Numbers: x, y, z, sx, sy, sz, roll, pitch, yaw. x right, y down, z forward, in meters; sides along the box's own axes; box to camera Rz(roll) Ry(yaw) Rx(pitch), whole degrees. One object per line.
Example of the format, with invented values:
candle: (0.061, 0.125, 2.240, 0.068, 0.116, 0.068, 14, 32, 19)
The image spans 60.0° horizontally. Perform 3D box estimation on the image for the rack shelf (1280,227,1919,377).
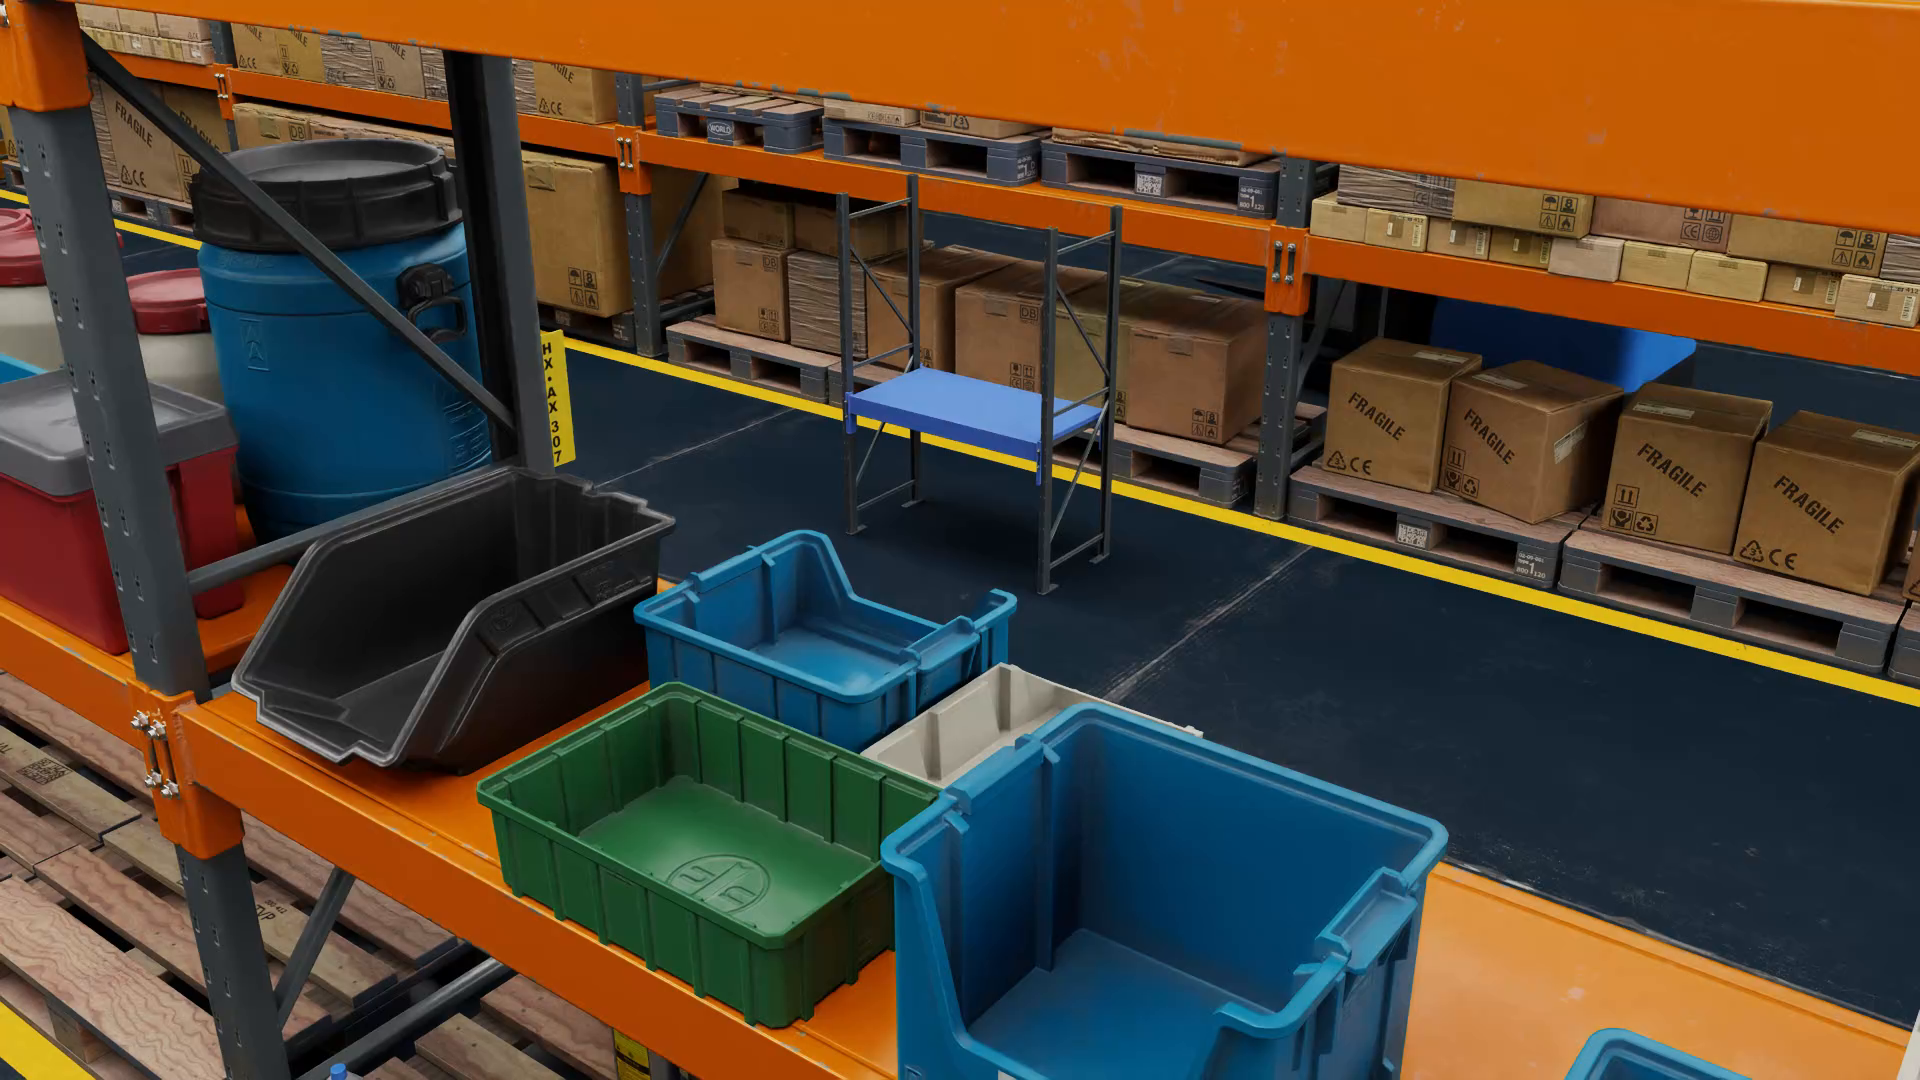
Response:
rack shelf: (3.268, -0.813, 6.268, 4.000, 0.370, 1.077, 17, 29, 33)

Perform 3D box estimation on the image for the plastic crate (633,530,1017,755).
plastic crate: (-0.255, 0.220, 3.215, 0.616, 0.251, 0.499, 17, 29, 33)

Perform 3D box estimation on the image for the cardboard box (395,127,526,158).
cardboard box: (-2.782, -2.205, 10.648, 0.875, 0.875, 1.225, 17, 29, 33)

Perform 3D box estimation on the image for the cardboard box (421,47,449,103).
cardboard box: (-2.890, -2.926, 10.046, 0.500, 0.500, 0.500, 16, 28, 32)

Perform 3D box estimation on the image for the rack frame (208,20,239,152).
rack frame: (-4.734, -3.561, 11.611, 0.127, 3.000, 1.000, 17, 29, 33)

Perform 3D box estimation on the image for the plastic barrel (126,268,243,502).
plastic barrel: (-1.937, -0.392, 4.252, 0.433, 0.535, 0.433, 0, 24, 0)

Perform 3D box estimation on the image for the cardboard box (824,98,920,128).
cardboard box: (-0.330, -2.237, 8.273, 0.500, 0.250, 0.500, 16, 28, 32)

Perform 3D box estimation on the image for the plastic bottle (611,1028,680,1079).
plastic bottle: (-0.702, 1.092, 3.791, 0.185, 0.351, 0.144, 17, 29, 33)

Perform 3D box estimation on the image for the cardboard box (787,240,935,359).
cardboard box: (-0.534, -1.365, 9.183, 0.500, 0.500, 0.700, 14, 27, 29)

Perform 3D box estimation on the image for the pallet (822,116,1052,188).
pallet: (0.075, -2.040, 8.398, 1.213, 0.211, 1.003, 17, 29, 33)

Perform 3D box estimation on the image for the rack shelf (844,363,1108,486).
rack shelf: (0.068, -0.501, 6.973, 1.000, 0.185, 0.538, 17, 29, 33)

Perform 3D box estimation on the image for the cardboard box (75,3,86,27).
cardboard box: (-6.472, -4.022, 12.474, 0.500, 0.250, 0.500, 16, 28, 32)

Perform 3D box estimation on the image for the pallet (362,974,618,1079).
pallet: (-0.791, 1.424, 3.757, 1.213, 0.211, 1.003, 17, 29, 33)

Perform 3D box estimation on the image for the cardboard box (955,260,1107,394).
cardboard box: (0.370, -1.096, 8.571, 0.500, 0.500, 0.700, 14, 27, 29)

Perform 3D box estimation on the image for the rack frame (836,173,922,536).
rack frame: (-0.339, -0.789, 7.180, 0.032, 1.500, 0.500, 17, 29, 33)

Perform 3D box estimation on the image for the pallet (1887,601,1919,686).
pallet: (4.178, 0.391, 6.101, 1.213, 0.211, 1.003, 17, 29, 33)

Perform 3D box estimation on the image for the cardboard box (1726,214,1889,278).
cardboard box: (3.205, -1.324, 6.043, 0.500, 0.500, 0.875, 17, 29, 33)

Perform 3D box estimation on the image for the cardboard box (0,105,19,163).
cardboard box: (-7.375, -3.619, 13.858, 0.875, 0.875, 0.875, 17, 29, 33)

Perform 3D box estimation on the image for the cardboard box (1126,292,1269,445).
cardboard box: (1.189, -0.839, 7.989, 0.500, 0.500, 0.700, 14, 28, 29)

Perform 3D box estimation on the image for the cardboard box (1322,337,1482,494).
cardboard box: (1.963, -0.565, 7.391, 0.500, 0.500, 0.500, 16, 28, 32)

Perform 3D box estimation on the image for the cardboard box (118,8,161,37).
cardboard box: (-5.661, -3.775, 11.914, 0.500, 0.250, 0.500, 18, 29, 35)

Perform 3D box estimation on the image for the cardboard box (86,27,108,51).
cardboard box: (-6.203, -3.724, 12.294, 0.250, 0.149, 0.380, 16, 29, 32)

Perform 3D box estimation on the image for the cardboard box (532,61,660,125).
cardboard box: (-2.077, -2.679, 9.485, 0.500, 0.500, 0.500, 18, 29, 35)

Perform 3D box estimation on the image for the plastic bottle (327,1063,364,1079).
plastic bottle: (-1.311, 1.238, 3.559, 0.097, 0.271, 0.097, 0, 24, 0)

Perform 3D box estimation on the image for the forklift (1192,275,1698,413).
forklift: (2.428, -2.301, 8.837, 3.031, 2.935, 1.130, 19, 30, 36)

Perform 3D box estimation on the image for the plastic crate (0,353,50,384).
plastic crate: (-2.373, -0.187, 3.974, 0.575, 0.384, 0.392, 17, 29, 33)

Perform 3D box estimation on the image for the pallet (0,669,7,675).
pallet: (-3.908, 0.481, 5.898, 1.213, 0.211, 1.003, 17, 29, 33)

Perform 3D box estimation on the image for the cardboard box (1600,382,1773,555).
cardboard box: (2.970, -0.304, 6.799, 0.500, 0.500, 0.500, 14, 27, 29)

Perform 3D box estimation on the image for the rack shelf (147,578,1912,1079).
rack shelf: (0.297, 0.785, 2.641, 4.000, 0.370, 1.077, 17, 29, 33)

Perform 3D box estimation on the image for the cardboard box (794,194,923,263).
cardboard box: (-0.549, -1.717, 9.050, 0.500, 0.250, 0.500, 21, 31, 39)

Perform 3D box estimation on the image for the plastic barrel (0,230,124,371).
plastic barrel: (-2.524, -0.570, 4.655, 0.433, 0.535, 0.433, 0, 24, 0)

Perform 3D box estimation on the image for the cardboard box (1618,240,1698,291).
cardboard box: (2.674, -1.068, 6.265, 0.250, 0.149, 0.380, 17, 29, 33)

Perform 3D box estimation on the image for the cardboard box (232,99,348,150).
cardboard box: (-4.210, -2.632, 11.618, 0.875, 0.875, 1.225, 17, 29, 33)

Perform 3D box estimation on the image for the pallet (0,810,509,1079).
pallet: (-1.955, 1.071, 4.558, 1.213, 0.211, 1.003, 17, 29, 33)

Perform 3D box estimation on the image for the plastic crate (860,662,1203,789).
plastic crate: (0.148, 0.403, 2.941, 0.437, 0.136, 0.530, 17, 29, 33)

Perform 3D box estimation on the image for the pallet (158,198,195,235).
pallet: (-5.296, -2.494, 12.648, 1.213, 0.211, 1.003, 17, 29, 33)

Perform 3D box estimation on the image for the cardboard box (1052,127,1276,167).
cardboard box: (1.115, -2.330, 7.553, 1.000, 1.000, 1.000, 17, 29, 34)

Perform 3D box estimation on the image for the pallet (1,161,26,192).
pallet: (-7.248, -3.084, 13.987, 1.213, 0.211, 1.003, 17, 29, 33)

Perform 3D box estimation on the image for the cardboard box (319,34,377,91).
cardboard box: (-3.713, -3.172, 10.605, 0.500, 0.500, 0.500, 16, 28, 32)

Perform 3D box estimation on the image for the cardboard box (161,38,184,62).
cardboard box: (-5.381, -3.476, 11.731, 0.250, 0.149, 0.380, 17, 29, 34)

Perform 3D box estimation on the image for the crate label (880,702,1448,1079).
crate label: (0.262, 0.565, 2.203, 0.616, 0.435, 0.502, 17, 29, 33)

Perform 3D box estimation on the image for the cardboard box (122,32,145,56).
cardboard box: (-5.792, -3.600, 12.013, 0.250, 0.149, 0.380, 17, 29, 34)

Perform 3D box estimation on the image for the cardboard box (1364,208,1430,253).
cardboard box: (1.851, -1.297, 6.786, 0.250, 0.149, 0.380, 17, 29, 33)

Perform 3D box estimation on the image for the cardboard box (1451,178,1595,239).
cardboard box: (2.369, -1.547, 6.548, 0.500, 0.500, 0.875, 17, 29, 33)

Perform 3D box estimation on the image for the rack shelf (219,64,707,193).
rack shelf: (-3.134, -2.748, 10.659, 4.000, 0.370, 1.077, 17, 29, 33)

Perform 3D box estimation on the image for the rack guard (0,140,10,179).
rack guard: (-7.954, -3.390, 14.324, 0.348, 0.500, 1.175, 17, 29, 33)

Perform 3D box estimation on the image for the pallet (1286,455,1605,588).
pallet: (2.226, -0.199, 7.440, 1.213, 0.211, 1.003, 17, 29, 33)

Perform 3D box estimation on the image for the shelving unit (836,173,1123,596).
shelving unit: (0.068, -0.666, 6.901, 1.048, 1.500, 0.538, 17, 29, 33)

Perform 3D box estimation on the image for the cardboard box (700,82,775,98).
cardboard box: (-1.078, -2.714, 9.044, 0.500, 0.500, 0.500, 13, 27, 27)

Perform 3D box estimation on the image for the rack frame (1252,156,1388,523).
rack frame: (1.667, -1.626, 7.220, 0.127, 3.000, 1.000, 17, 29, 33)

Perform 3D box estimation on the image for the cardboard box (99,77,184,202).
cardboard box: (-5.935, -3.184, 12.870, 0.875, 0.875, 0.875, 17, 29, 33)

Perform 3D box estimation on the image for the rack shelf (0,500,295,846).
rack shelf: (-2.904, -0.183, 4.836, 4.000, 0.370, 1.077, 17, 29, 33)

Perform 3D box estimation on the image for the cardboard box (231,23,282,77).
cardboard box: (-4.516, -3.415, 11.155, 0.500, 0.500, 0.500, 17, 29, 33)

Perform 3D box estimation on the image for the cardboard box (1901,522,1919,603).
cardboard box: (3.879, 0.003, 6.102, 0.500, 0.500, 0.500, -17, 29, -34)

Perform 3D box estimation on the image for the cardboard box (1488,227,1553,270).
cardboard box: (2.273, -1.189, 6.539, 0.250, 0.149, 0.380, 17, 29, 33)

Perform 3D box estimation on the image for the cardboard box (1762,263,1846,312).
cardboard box: (3.094, -0.958, 6.015, 0.250, 0.149, 0.380, 17, 29, 33)

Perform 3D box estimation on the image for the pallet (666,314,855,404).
pallet: (-0.909, -1.128, 9.548, 1.213, 0.211, 1.003, 17, 29, 33)
